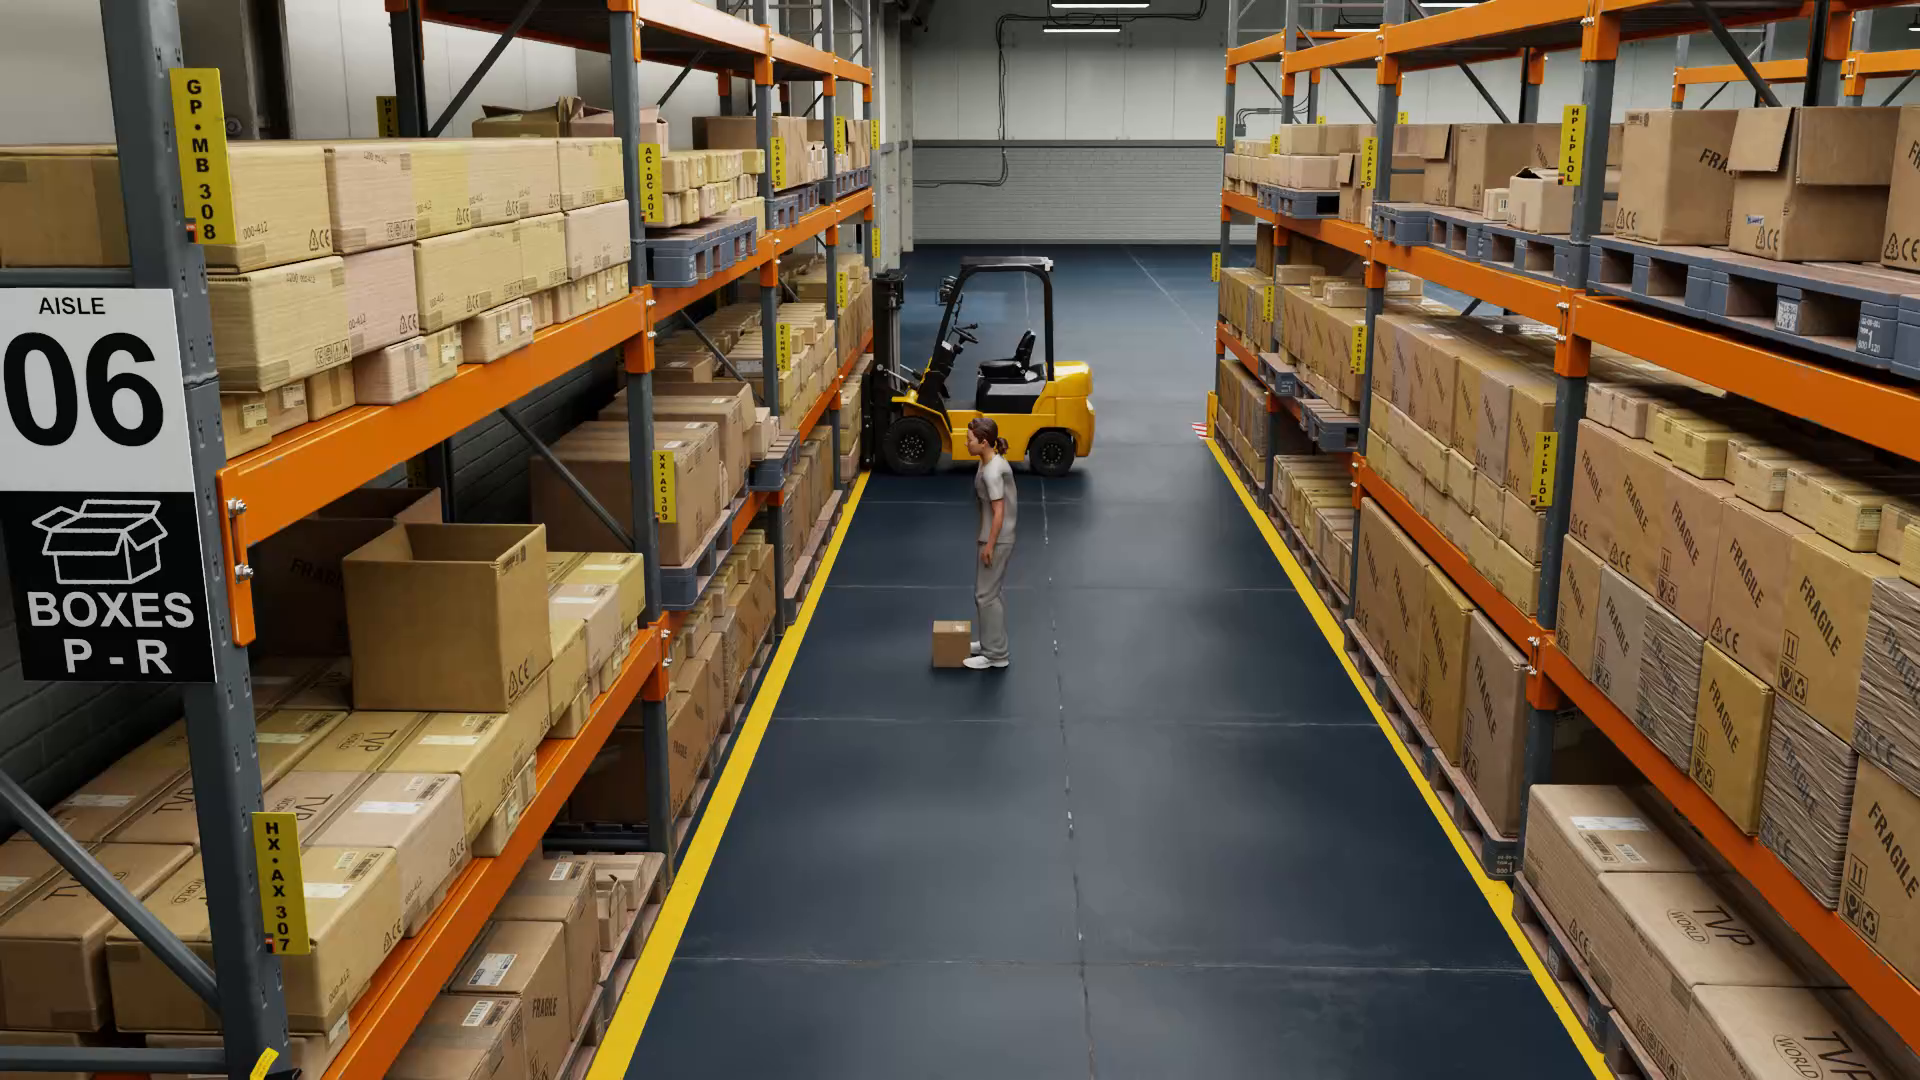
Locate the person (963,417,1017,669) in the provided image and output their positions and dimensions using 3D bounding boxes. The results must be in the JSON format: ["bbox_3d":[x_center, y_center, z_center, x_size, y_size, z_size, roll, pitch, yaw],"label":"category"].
[{"bbox_3d":[0.195,0.008,10.971,0.359,1.672,0.514,0,14,-2],"label":"person"}]
